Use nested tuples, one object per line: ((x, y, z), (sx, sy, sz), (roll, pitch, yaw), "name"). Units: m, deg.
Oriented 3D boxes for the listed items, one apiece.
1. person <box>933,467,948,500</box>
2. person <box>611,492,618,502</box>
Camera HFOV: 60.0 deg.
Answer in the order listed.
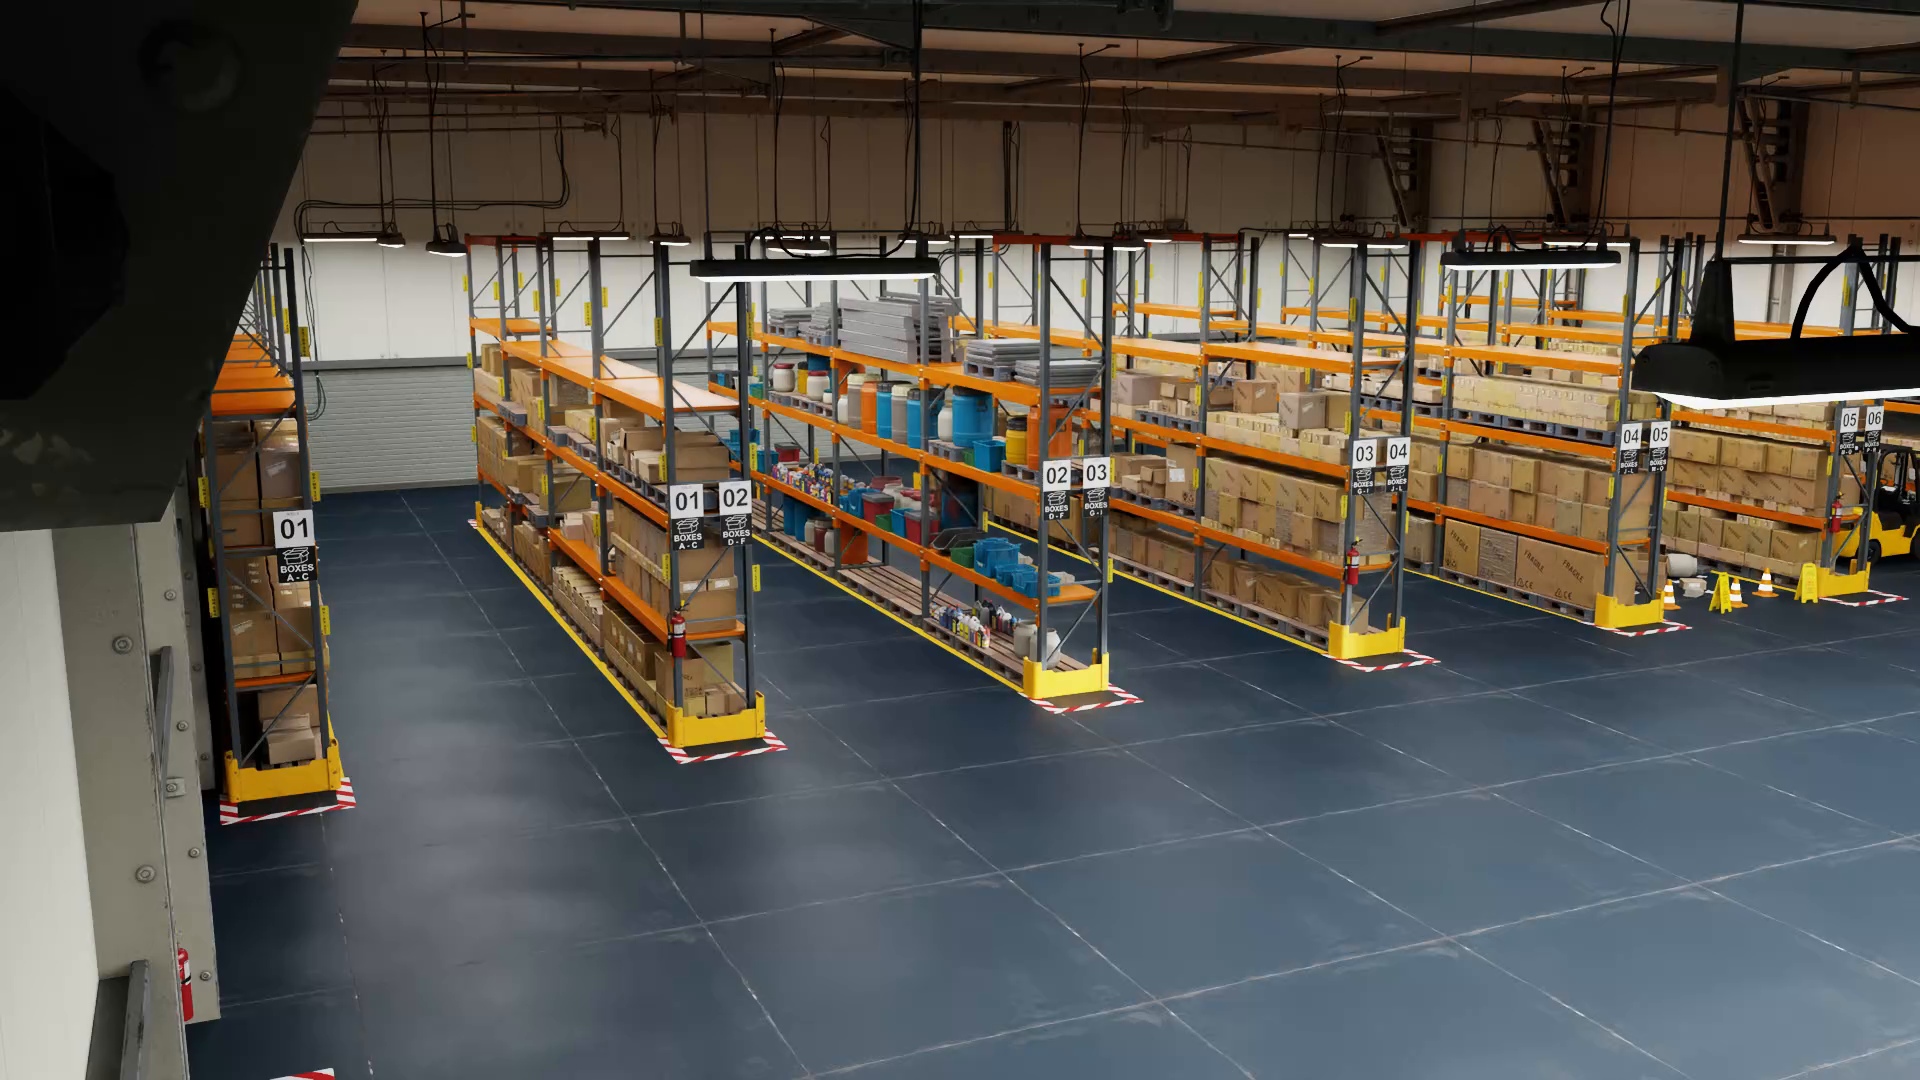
((-0.413, -1.064, 34.190), (0.397, 1.685, 0.461), (-4, 12, -21), "person")
((-6.390, -0.622, 31.811), (0.567, 1.719, 1.054), (-5, 12, -24), "person")
